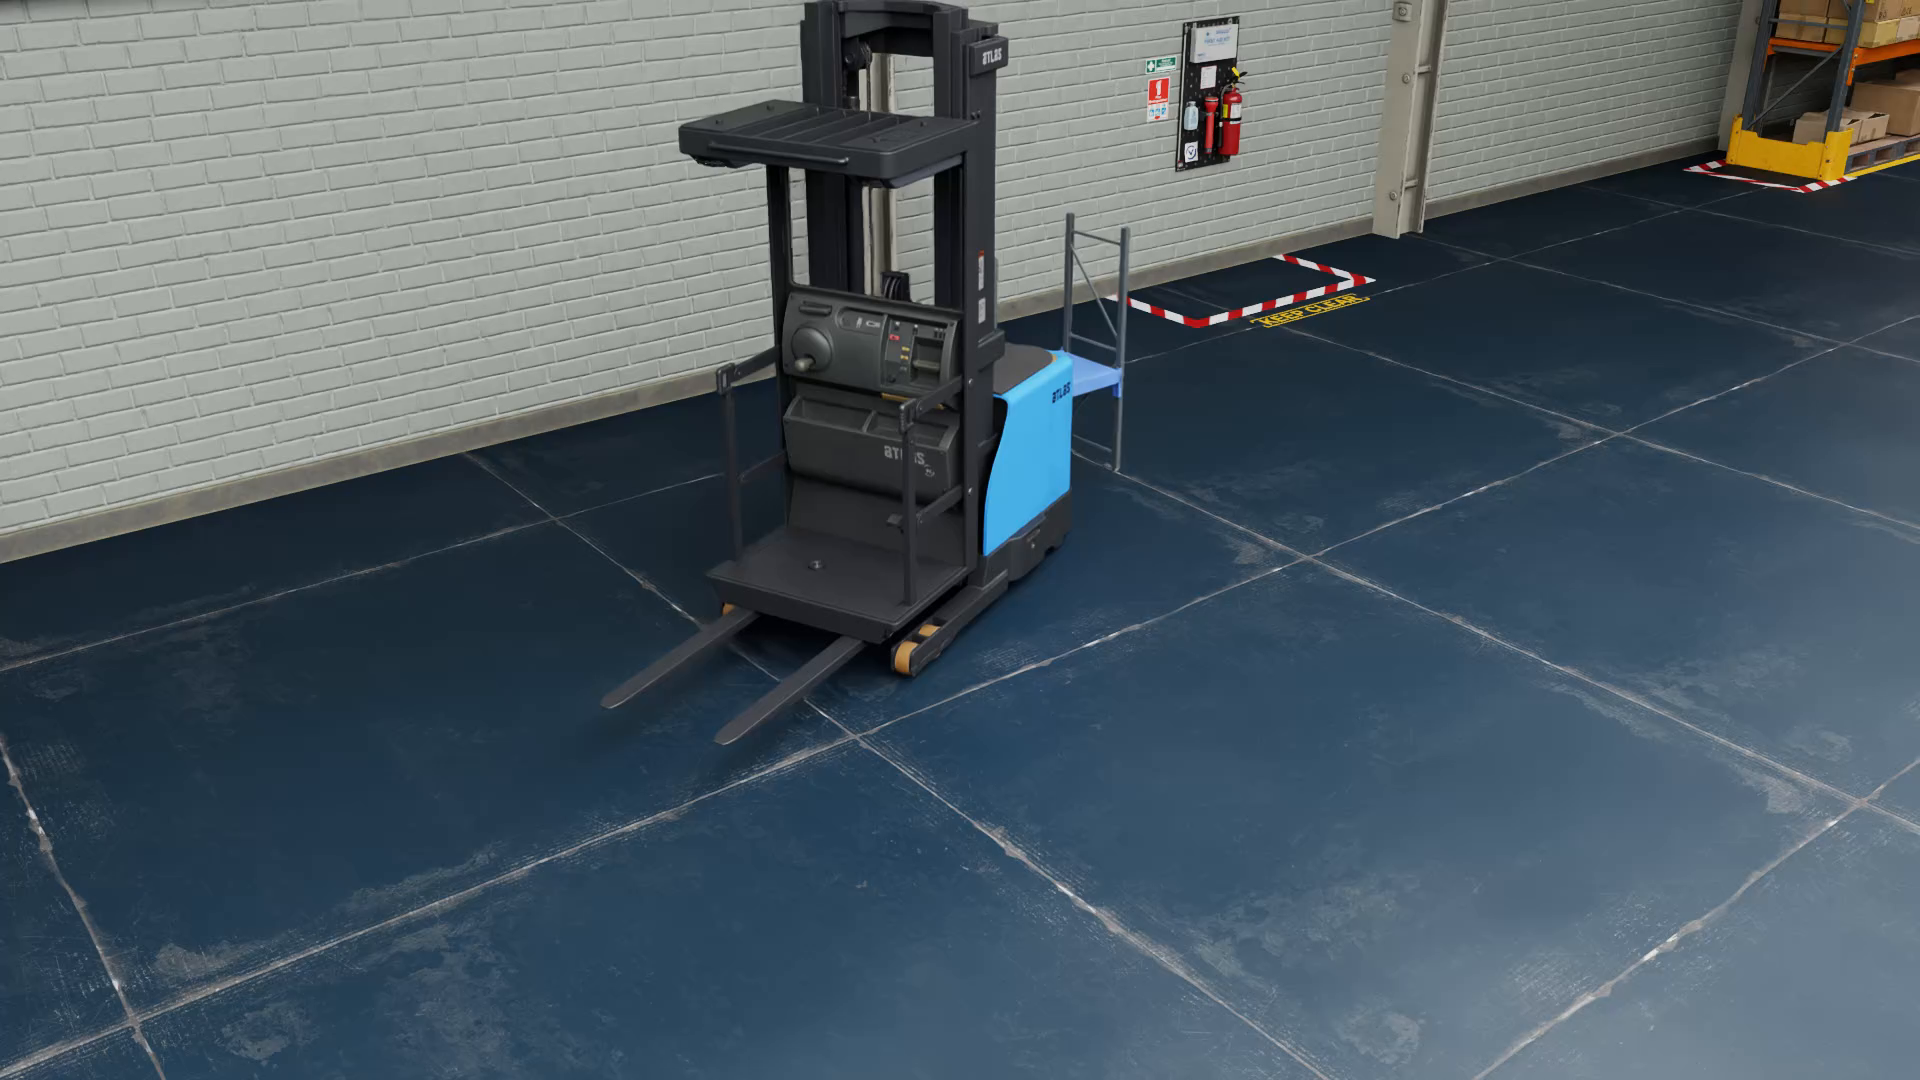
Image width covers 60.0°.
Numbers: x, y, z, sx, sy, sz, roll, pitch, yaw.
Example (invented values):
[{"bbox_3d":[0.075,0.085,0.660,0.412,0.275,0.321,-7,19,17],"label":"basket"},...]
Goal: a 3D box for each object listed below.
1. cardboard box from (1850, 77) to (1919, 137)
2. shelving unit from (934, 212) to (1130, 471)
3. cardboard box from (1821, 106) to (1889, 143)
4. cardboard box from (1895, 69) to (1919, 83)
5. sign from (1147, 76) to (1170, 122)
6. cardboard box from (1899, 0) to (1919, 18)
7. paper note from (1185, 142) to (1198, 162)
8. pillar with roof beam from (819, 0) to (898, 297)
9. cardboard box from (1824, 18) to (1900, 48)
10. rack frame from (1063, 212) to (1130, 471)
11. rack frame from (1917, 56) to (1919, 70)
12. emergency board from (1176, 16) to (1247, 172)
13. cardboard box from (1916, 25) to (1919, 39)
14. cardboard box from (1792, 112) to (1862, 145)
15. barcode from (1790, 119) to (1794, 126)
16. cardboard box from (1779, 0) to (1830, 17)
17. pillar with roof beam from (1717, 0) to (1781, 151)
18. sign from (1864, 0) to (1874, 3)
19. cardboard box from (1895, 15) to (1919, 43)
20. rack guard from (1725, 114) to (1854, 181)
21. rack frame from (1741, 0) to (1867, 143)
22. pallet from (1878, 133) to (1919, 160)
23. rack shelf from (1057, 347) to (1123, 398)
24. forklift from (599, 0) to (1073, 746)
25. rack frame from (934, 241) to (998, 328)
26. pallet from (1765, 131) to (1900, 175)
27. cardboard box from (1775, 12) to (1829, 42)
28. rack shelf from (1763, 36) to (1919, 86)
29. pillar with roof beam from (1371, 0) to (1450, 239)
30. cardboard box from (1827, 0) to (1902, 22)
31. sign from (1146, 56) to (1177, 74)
[{"bbox_3d":[10.398,-4.840,18.562,0.500,0.500,0.700,-21,32,-37],"label":"cardboard box"},{"bbox_3d":[0.417,-1.049,9.728,1.048,1.500,0.538,-20,31,-36],"label":"shelving unit"},{"bbox_3d":[9.790,-4.580,18.227,0.500,0.311,0.500,-15,29,-30],"label":"cardboard box"},{"bbox_3d":[11.097,-5.124,19.174,0.500,0.500,0.500,-21,32,-38],"label":"cardboard box"},{"bbox_3d":[1.570,-3.489,13.163,0.234,0.329,0.001,-18,31,-34],"label":"sign"},{"bbox_3d":[9.697,-5.733,17.303,0.500,0.500,0.500,-18,30,-34],"label":"cardboard box"},{"bbox_3d":[1.886,-3.160,13.542,0.142,0.148,0.016,-18,31,-34],"label":"paper note"},{"bbox_3d":[1.971,-3.948,7.068,0.400,9.000,9.100,-18,31,-34],"label":"pillar with roof beam"},{"bbox_3d":[9.321,-5.265,17.185,0.500,0.250,0.500,-19,31,-35],"label":"cardboard box"},{"bbox_3d":[0.804,-1.188,10.028,0.032,1.500,0.500,-20,31,-36],"label":"rack frame"},{"bbox_3d":[11.889,-6.341,19.350,0.127,3.000,1.000,-18,31,-34],"label":"rack frame"},{"bbox_3d":[2.068,-3.583,13.406,0.643,1.169,0.194,-18,31,-34],"label":"emergency board"},{"bbox_3d":[10.125,-5.535,17.767,0.500,0.250,0.500,-19,31,-35],"label":"cardboard box"},{"bbox_3d":[9.341,-4.432,17.908,0.500,0.311,0.500,-23,33,-40],"label":"cardboard box"},{"bbox_3d":[9.108,-4.573,18.202,0.075,0.075,0.001,-18,31,-34],"label":"barcode"},{"bbox_3d":[8.981,-5.776,17.396,0.500,0.500,0.500,-19,31,-35],"label":"cardboard box"},{"bbox_3d":[11.414,-7.066,13.785,0.400,9.000,9.100,-18,31,-34],"label":"pillar with roof beam"},{"bbox_3d":[9.076,-5.515,16.542,0.005,0.325,0.100,-18,31,-34],"label":"sign"},{"bbox_3d":[9.721,-5.404,17.486,0.500,0.250,0.500,-19,31,-36],"label":"cardboard box"},{"bbox_3d":[8.801,-4.188,17.680,0.348,0.500,1.175,-18,31,-34],"label":"rack guard"},{"bbox_3d":[8.741,-5.302,17.111,0.127,3.000,1.000,-18,31,-34],"label":"rack frame"},{"bbox_3d":[10.421,-4.572,18.850,1.213,0.211,1.003,-18,31,-34],"label":"pallet"},{"bbox_3d":[0.417,-0.886,9.804,1.000,0.185,0.538,-20,31,-36],"label":"rack shelf"},{"bbox_3d":[-0.536,-0.903,7.713,1.130,2.935,3.031,13,28,26],"label":"forklift"},{"bbox_3d":[0.031,-0.910,9.429,0.032,1.500,0.500,-20,31,-36],"label":"rack frame"},{"bbox_3d":[9.462,-4.256,18.170,1.213,0.211,1.003,-18,31,-34],"label":"pallet"},{"bbox_3d":[8.989,-5.429,17.539,0.500,0.250,0.500,-18,30,-33],"label":"cardboard box"},{"bbox_3d":[10.315,-5.495,18.382,4.000,0.370,1.077,-18,31,-34],"label":"rack shelf"},{"bbox_3d":[6.693,-5.507,10.427,0.400,9.000,9.100,-18,31,-34],"label":"pillar with roof beam"},{"bbox_3d":[9.302,-5.608,17.034,0.500,0.500,0.500,-18,31,-34],"label":"cardboard box"},{"bbox_3d":[1.579,-3.728,13.048,0.331,0.109,0.001,-18,31,-34],"label":"sign"}]
